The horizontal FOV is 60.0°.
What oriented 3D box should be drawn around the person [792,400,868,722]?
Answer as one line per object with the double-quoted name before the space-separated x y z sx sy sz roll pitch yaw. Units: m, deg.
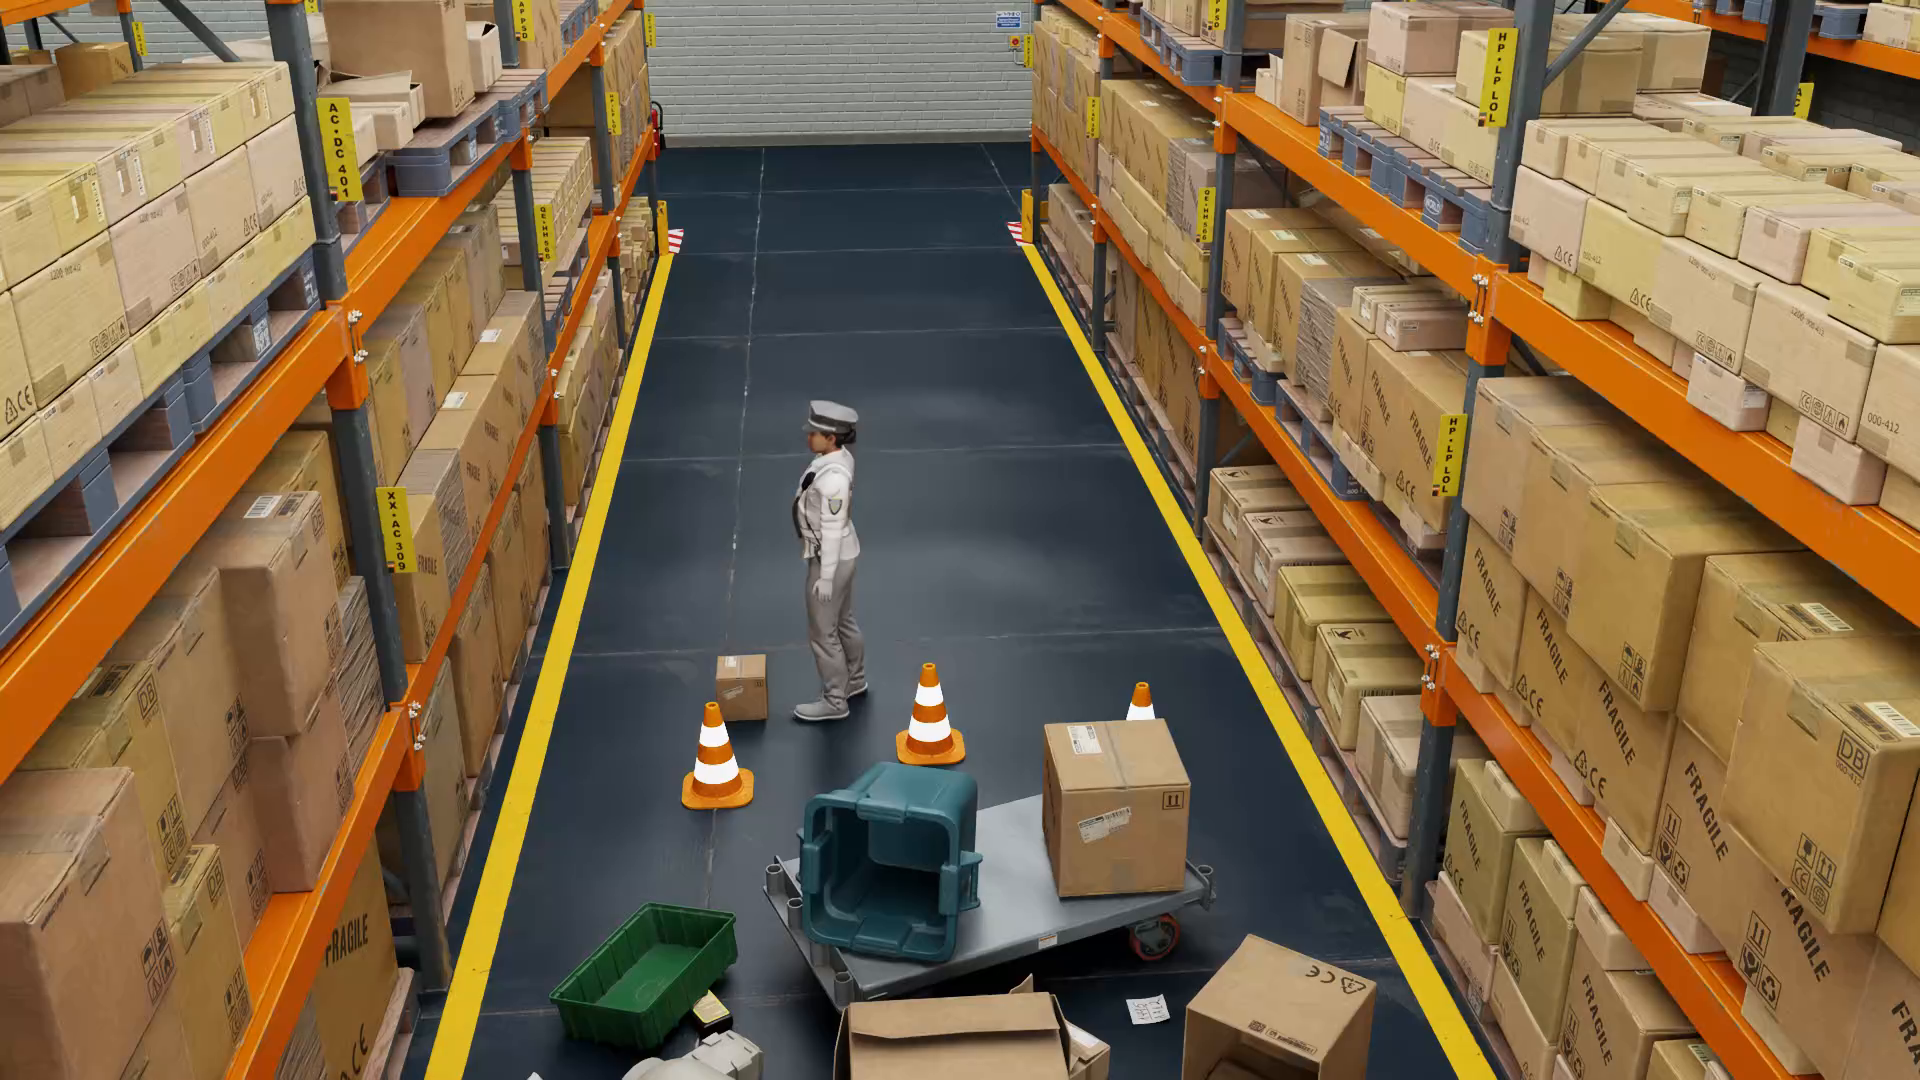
"person" -0.672 0.112 8.346 0.383 1.699 0.474 -1 24 -3
